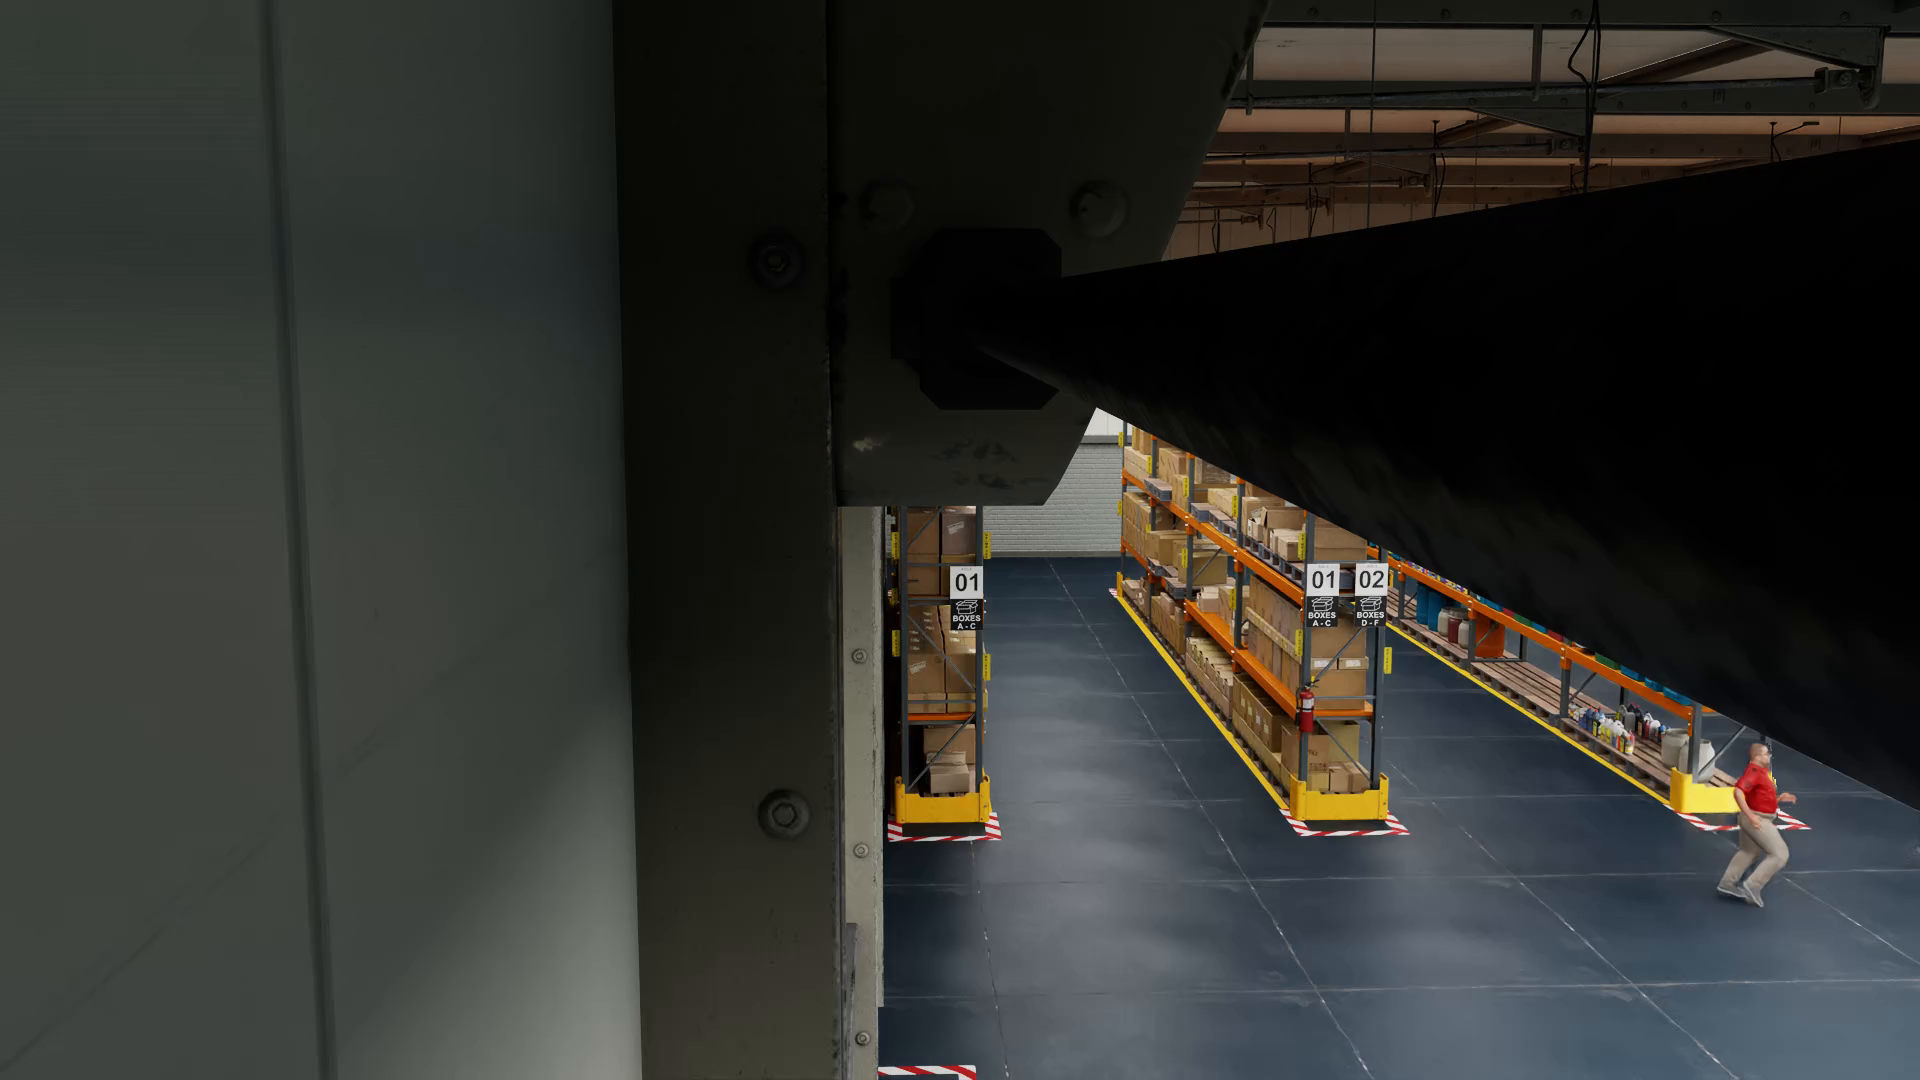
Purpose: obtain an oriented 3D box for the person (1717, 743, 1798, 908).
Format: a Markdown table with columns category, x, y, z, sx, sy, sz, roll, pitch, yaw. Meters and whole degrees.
| category | x | y | z | sx | sy | sz | roll | pitch | yaw |
| --- | --- | --- | --- | --- | --- | --- | --- | --- | --- |
| person | 8.493 | 3.024 | 17.649 | 0.691 | 1.748 | 0.636 | 2 | 8 | 17 |
